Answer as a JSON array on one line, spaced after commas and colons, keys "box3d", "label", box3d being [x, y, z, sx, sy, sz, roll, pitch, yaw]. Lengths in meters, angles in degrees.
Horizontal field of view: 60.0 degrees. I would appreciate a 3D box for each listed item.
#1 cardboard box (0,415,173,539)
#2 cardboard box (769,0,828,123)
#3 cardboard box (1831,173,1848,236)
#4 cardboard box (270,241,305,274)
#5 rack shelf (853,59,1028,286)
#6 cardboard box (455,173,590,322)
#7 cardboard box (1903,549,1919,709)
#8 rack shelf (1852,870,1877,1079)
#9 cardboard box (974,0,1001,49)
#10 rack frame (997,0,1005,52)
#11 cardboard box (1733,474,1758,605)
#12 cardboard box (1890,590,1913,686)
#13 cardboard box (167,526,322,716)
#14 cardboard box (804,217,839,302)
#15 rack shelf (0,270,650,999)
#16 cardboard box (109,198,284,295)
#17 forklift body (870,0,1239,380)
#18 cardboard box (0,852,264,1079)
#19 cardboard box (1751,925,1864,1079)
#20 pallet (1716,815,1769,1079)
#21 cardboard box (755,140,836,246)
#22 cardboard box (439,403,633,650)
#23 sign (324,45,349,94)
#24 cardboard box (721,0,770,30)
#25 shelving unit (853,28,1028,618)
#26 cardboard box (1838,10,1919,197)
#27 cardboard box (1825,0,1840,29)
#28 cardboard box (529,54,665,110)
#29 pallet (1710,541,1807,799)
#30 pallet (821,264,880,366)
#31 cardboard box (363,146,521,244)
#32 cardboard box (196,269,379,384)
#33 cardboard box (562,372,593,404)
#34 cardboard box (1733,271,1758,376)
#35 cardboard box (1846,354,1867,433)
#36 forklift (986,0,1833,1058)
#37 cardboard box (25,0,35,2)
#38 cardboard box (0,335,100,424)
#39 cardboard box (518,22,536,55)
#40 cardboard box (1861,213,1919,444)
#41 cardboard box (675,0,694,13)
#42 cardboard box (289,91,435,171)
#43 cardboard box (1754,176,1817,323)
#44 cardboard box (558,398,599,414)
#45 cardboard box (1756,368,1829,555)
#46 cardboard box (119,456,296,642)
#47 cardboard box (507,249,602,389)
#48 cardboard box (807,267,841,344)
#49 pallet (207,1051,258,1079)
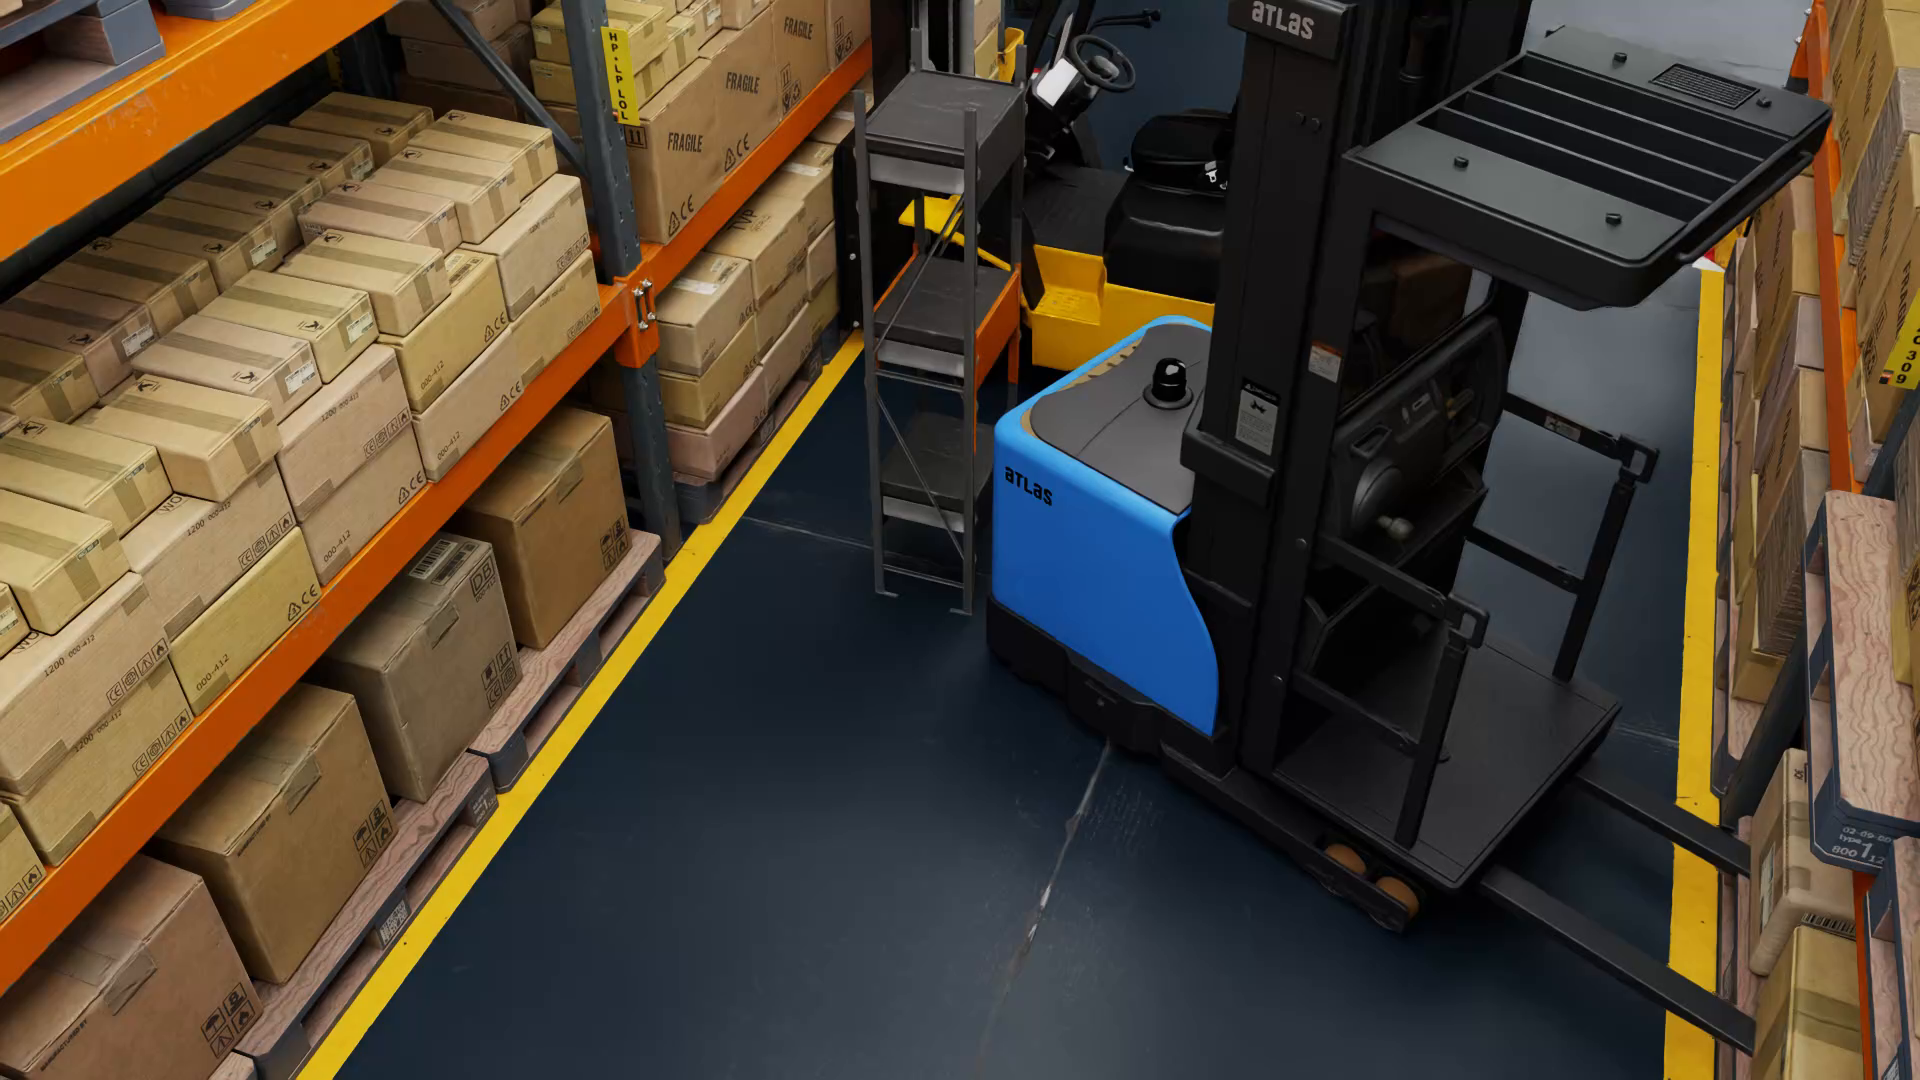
[{"box3d": [-2.161, -0.139, 4.025, 0.380, 0.149, 0.250, 13, 42, 15], "label": "cardboard box"}, {"box3d": [-0.877, -2.076, 6.796, 0.500, 0.500, 0.500, 13, 42, 15], "label": "cardboard box"}, {"box3d": [3.394, -1.199, 6.037, 0.380, 0.149, 0.250, 14, 42, 15], "label": "cardboard box"}, {"box3d": [-2.205, -0.771, 5.073, 0.500, 0.250, 0.500, 13, 42, 15], "label": "cardboard box"}, {"box3d": [-0.057, -1.220, 5.505, 0.431, 0.518, 0.480, 13, 42, 15], "label": "rack shelf"}, {"box3d": [-1.537, -0.972, 5.309, 0.500, 0.250, 0.500, 12, 42, 14], "label": "cardboard box"}, {"box3d": [2.456, 0.121, 3.667, 0.500, 0.500, 0.500, 13, 42, 15], "label": "cardboard box"}, {"box3d": [2.373, 1.398, 3.355, 1.077, 0.370, 4.000, 13, 42, 15], "label": "rack shelf"}, {"box3d": [-0.106, -2.779, 8.721, 0.500, 0.250, 0.500, 15, 43, 17], "label": "cardboard box"}, {"box3d": [-0.241, -3.635, 8.699, 1.000, 3.000, 0.127, 13, 42, 15], "label": "rack frame"}, {"box3d": [3.179, 0.043, 6.183, 0.500, 0.250, 0.500, 12, 42, 14], "label": "cardboard box"}, {"box3d": [2.477, 0.257, 4.007, 0.380, 0.149, 0.250, 14, 42, 16], "label": "cardboard box"}, {"box3d": [-2.070, 0.148, 4.381, 0.500, 0.250, 0.500, 15, 43, 16], "label": "cardboard box"}, {"box3d": [-0.800, -1.337, 7.416, 0.500, 0.250, 0.500, 13, 42, 15], "label": "cardboard box"}, {"box3d": [-2.293, 0.298, 4.643, 1.077, 0.370, 4.000, 13, 42, 15], "label": "rack shelf"}, {"box3d": [-2.226, -0.849, 4.857, 0.380, 0.149, 0.250, 13, 42, 15], "label": "cardboard box"}, {"box3d": [0.825, -1.750, 7.145, 2.313, 2.155, 1.214, 13, 42, 15], "label": "forklift body"}, {"box3d": [-2.535, 1.211, 4.526, 0.875, 0.625, 0.625, 15, 43, 16], "label": "cardboard box"}, {"box3d": [2.637, 1.504, 4.377, 0.950, 0.372, 0.625, 16, 43, 18], "label": "cardboard box"}, {"box3d": [2.792, 1.440, 4.899, 1.003, 0.211, 1.213, 13, 42, 15], "label": "pallet"}, {"box3d": [-0.805, -1.530, 7.257, 0.500, 0.250, 0.500, 15, 43, 17], "label": "cardboard box"}, {"box3d": [-1.777, -0.131, 6.098, 0.875, 0.625, 0.625, 15, 43, 17], "label": "cardboard box"}, {"box3d": [-2.131, -1.677, 5.676, 0.100, 0.325, 0.005, 13, 42, 15], "label": "sign"}, {"box3d": [-0.949, -2.073, 6.292, 0.380, 0.149, 0.250, 14, 42, 16], "label": "cardboard box"}, {"box3d": [-0.057, -0.698, 5.950, 0.431, 2.100, 0.503, 13, 42, 15], "label": "shelving unit"}, {"box3d": [3.488, -1.520, 5.914, 0.500, 0.500, 0.500, 12, 42, 14], "label": "cardboard box"}, {"box3d": [4.002, -2.459, 7.015, 0.500, 0.500, 0.500, 13, 42, 14], "label": "cardboard box"}, {"box3d": [-1.253, -1.616, 5.756, 0.380, 0.149, 0.250, 13, 42, 14], "label": "cardboard box"}, {"box3d": [3.253, 0.548, 5.945, 1.003, 0.211, 1.213, 13, 42, 15], "label": "pallet"}, {"box3d": [-0.882, -1.357, 8.177, 1.003, 0.211, 1.213, 13, 42, 15], "label": "pallet"}, {"box3d": [-1.588, -1.061, 5.106, 0.380, 0.149, 0.250, 13, 42, 14], "label": "cardboard box"}, {"box3d": [-1.835, -0.588, 4.551, 0.380, 0.149, 0.250, 12, 42, 14], "label": "cardboard box"}, {"box3d": [-1.635, -0.841, 6.835, 0.500, 0.250, 0.500, 12, 42, 14], "label": "cardboard box"}, {"box3d": [3.707, -0.909, 7.299, 0.500, 0.250, 0.500, 15, 43, 17], "label": "cardboard box"}, {"box3d": [2.959, -0.418, 5.122, 0.380, 0.149, 0.250, 14, 42, 16], "label": "cardboard box"}, {"box3d": [1.512, -0.262, 4.799, 3.031, 2.935, 1.130, 32, 50, 32], "label": "forklift"}, {"box3d": [-1.963, -1.230, 3.362, 0.380, 0.149, 0.250, 13, 42, 15], "label": "cardboard box"}, {"box3d": [-2.496, -0.394, 4.323, 0.380, 0.149, 0.250, 14, 42, 15], "label": "cardboard box"}, {"box3d": [-1.688, -1.893, 6.081, 0.380, 0.149, 0.250, 12, 42, 14], "label": "cardboard box"}, {"box3d": [2.975, -0.573, 4.804, 0.500, 0.500, 0.500, 12, 42, 14], "label": "cardboard box"}, {"box3d": [-1.138, -2.059, 6.046, 0.380, 0.149, 0.250, 13, 42, 14], "label": "cardboard box"}, {"box3d": [-1.931, -1.313, 5.401, 0.380, 0.149, 0.250, 12, 42, 14], "label": "cardboard box"}, {"box3d": [3.707, -1.169, 7.027, 0.500, 0.500, 0.500, 12, 42, 13], "label": "cardboard box"}, {"box3d": [-1.633, -0.650, 6.995, 0.500, 0.250, 0.500, 14, 42, 16], "label": "cardboard box"}, {"box3d": [3.179, -0.226, 5.921, 0.500, 0.500, 0.500, 14, 42, 16], "label": "cardboard box"}, {"box3d": [-2.076, -0.043, 4.219, 0.500, 0.250, 0.500, 14, 42, 16], "label": "cardboard box"}, {"box3d": [-1.536, -0.773, 5.460, 0.500, 0.250, 0.500, 14, 42, 16], "label": "cardboard box"}, {"box3d": [-0.812, -1.160, 7.594, 0.500, 0.250, 0.500, 14, 42, 16], "label": "cardboard box"}, {"box3d": [-2.659, 1.812, 4.464, 1.003, 0.211, 1.213, 13, 42, 15], "label": "pallet"}]
